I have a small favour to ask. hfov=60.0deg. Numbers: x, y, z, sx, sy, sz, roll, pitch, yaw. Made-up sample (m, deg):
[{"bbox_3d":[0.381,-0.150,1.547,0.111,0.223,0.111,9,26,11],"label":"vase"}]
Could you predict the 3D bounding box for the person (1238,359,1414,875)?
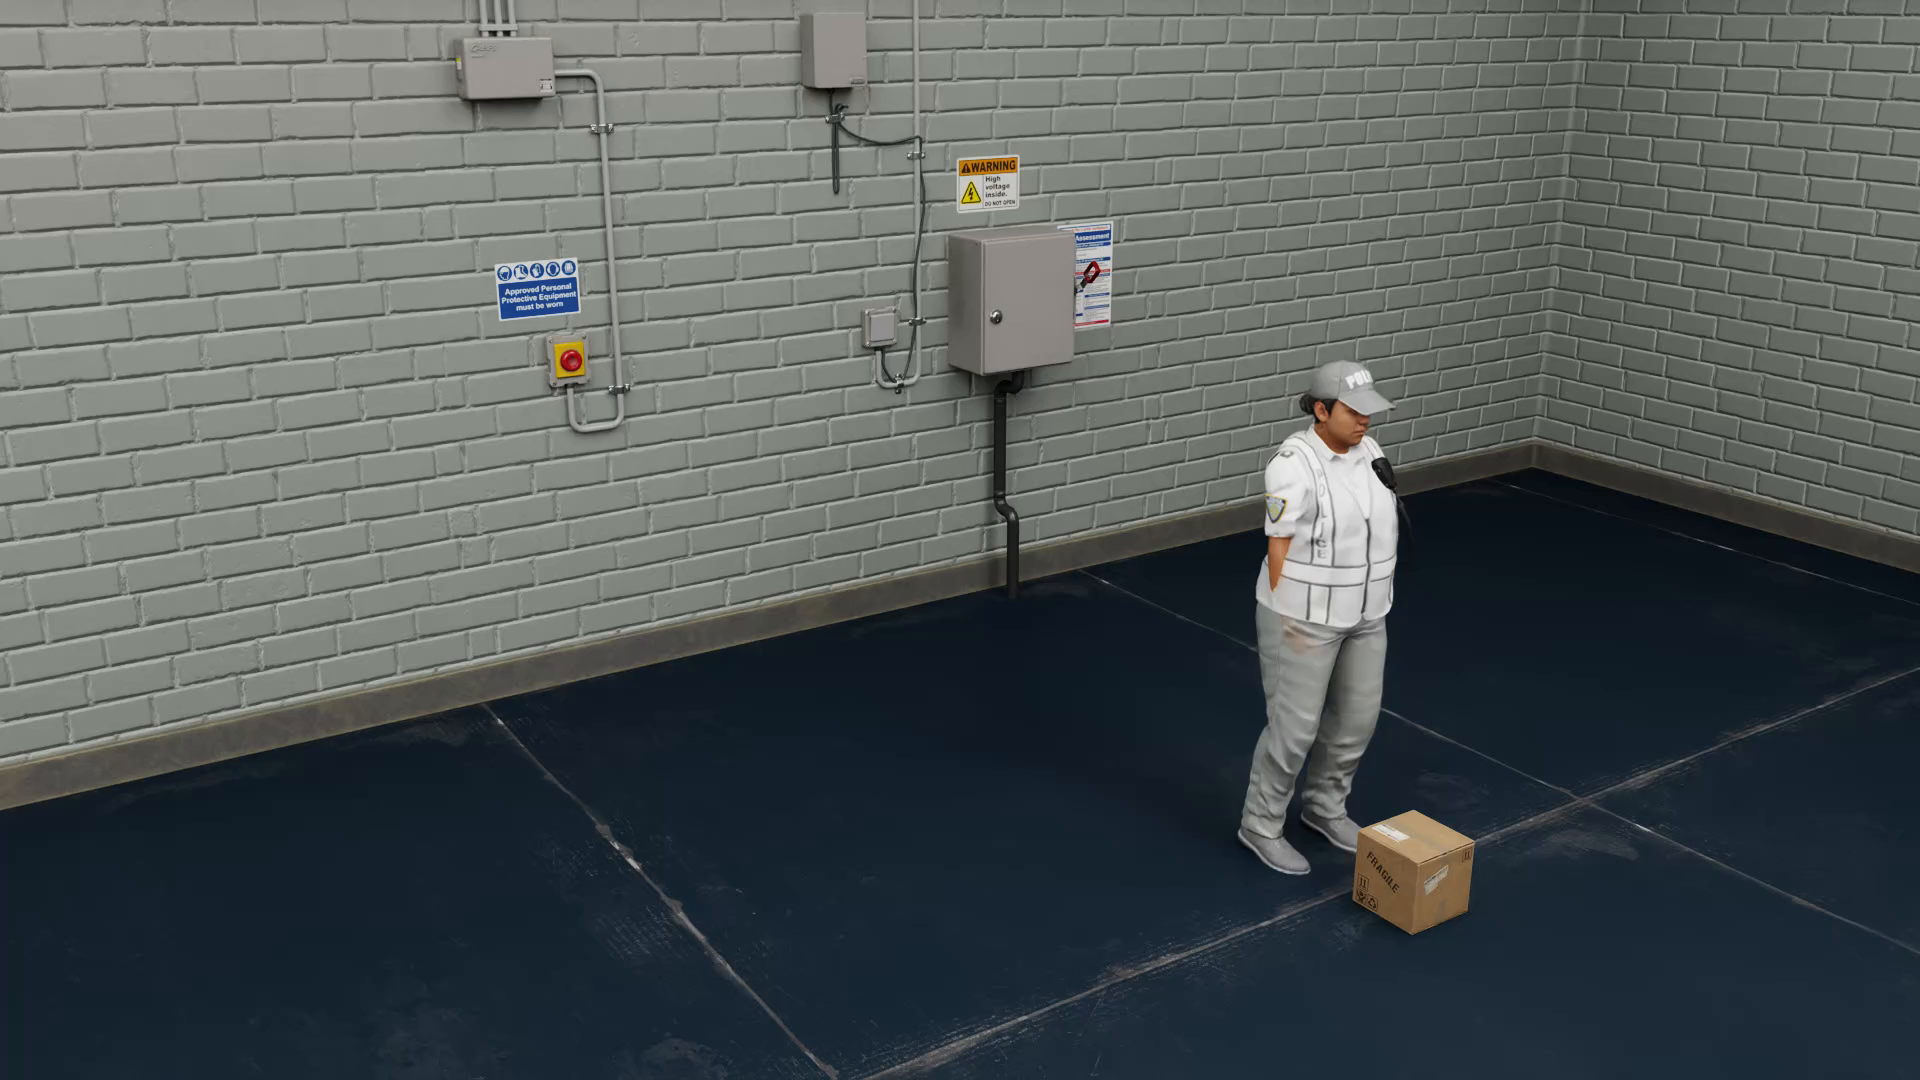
[{"bbox_3d":[1.183,0.247,5.339,0.468,1.671,0.389,-11,21,-30],"label":"person"}]
